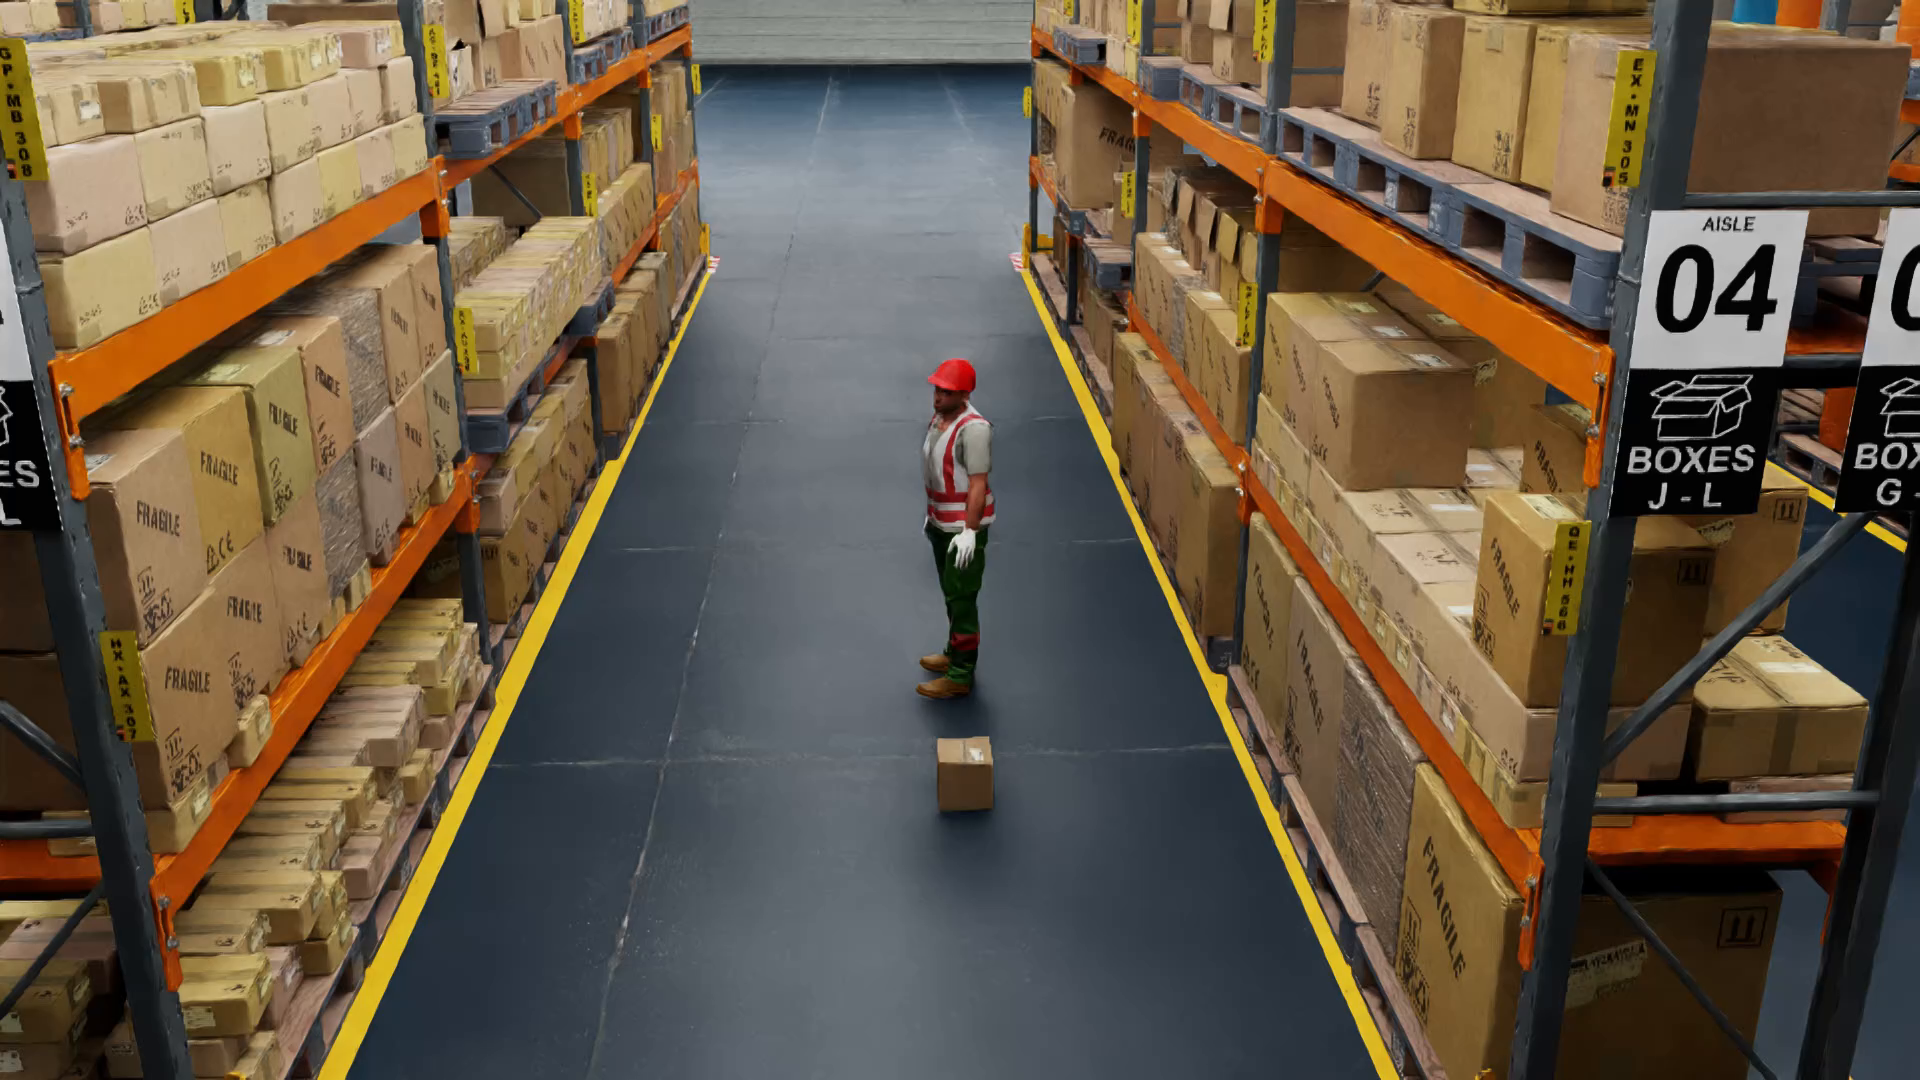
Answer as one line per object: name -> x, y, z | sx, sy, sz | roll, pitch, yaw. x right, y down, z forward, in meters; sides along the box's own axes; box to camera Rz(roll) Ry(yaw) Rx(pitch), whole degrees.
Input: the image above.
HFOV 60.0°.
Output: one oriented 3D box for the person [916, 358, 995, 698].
person -> -0.072, -0.069, 8.636 | 0.465, 1.794, 0.620 | -9, 22, -23
